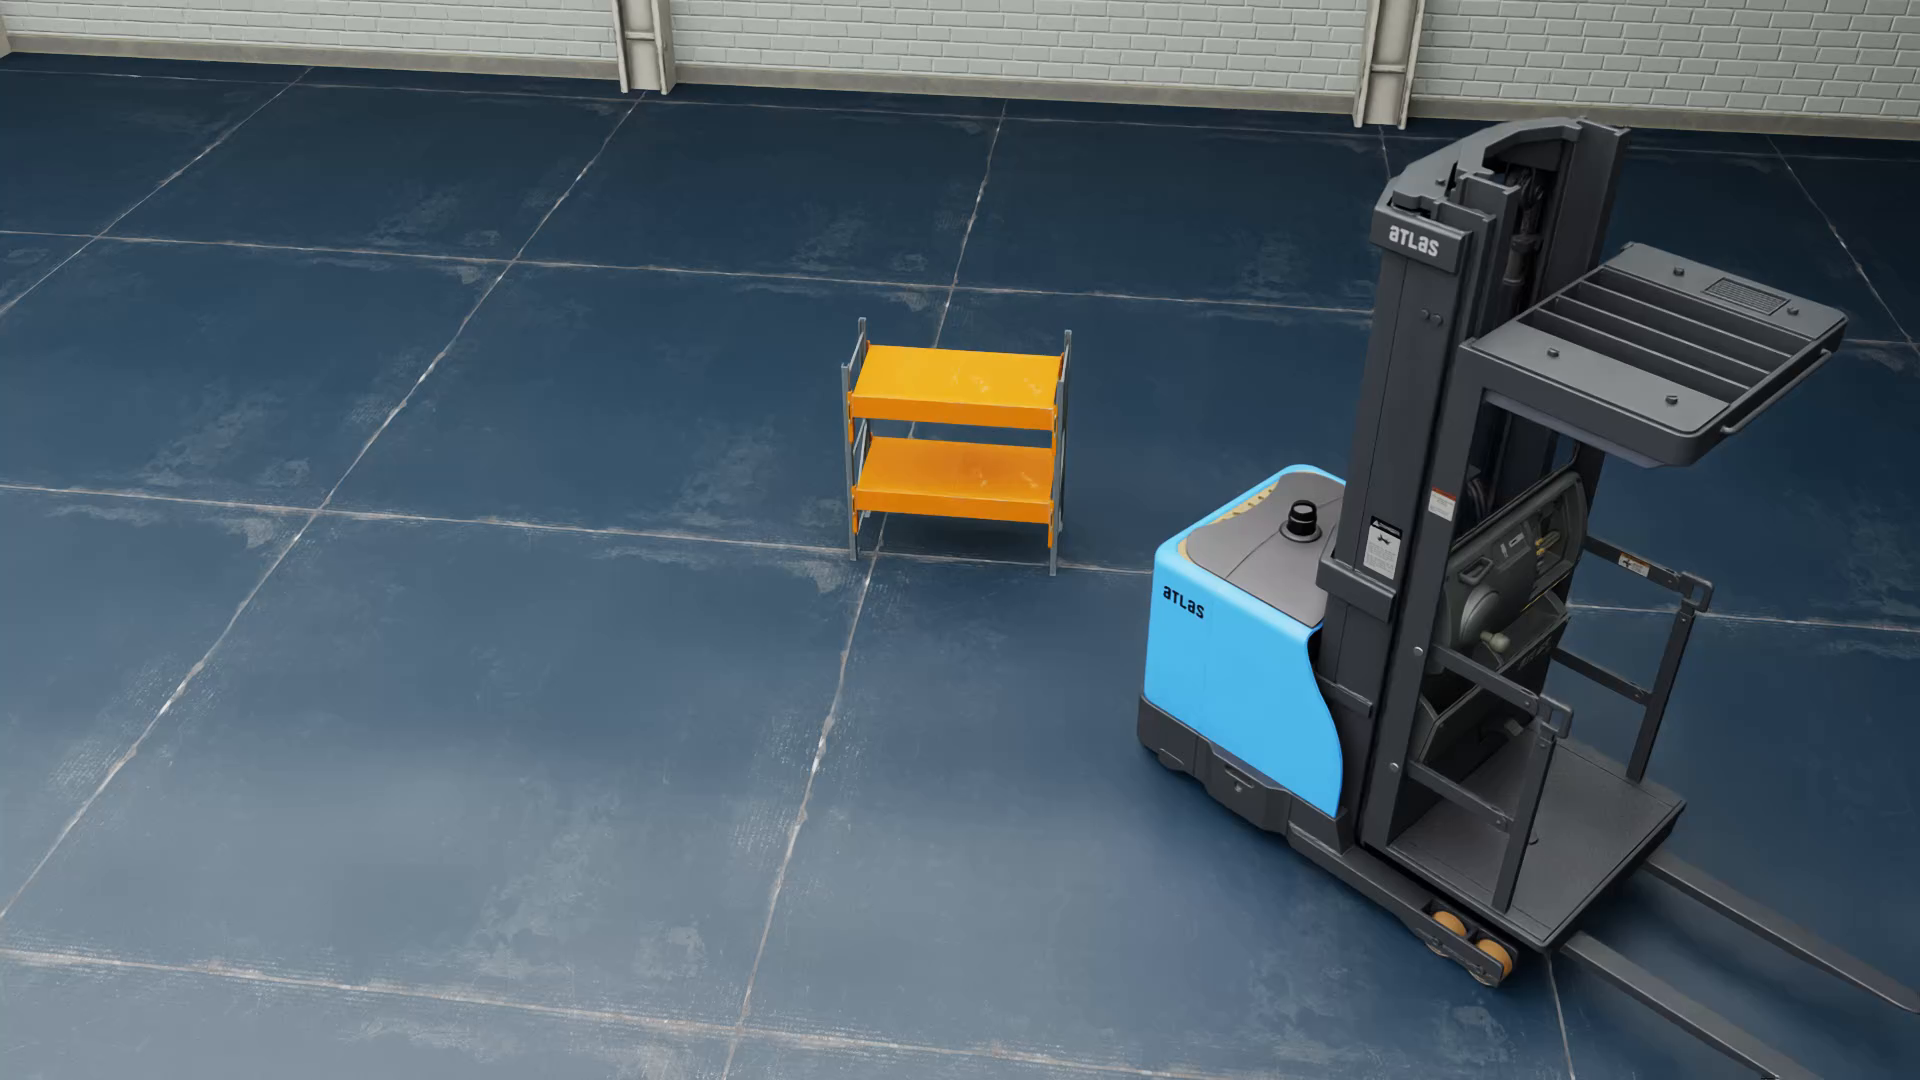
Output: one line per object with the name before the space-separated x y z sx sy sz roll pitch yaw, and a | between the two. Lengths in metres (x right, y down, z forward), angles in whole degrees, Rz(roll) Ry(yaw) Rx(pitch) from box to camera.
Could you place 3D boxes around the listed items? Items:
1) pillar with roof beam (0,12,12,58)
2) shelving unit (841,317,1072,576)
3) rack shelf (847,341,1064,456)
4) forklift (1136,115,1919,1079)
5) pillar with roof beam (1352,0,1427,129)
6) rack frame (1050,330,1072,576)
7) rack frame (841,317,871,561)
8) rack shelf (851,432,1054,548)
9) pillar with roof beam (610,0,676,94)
pillar with roof beam | -9.101 -5.423 8.459 0.400 9.000 9.100 4 36 6
shelving unit | -0.007 -0.458 8.281 1.048 1.125 0.538 4 36 6
rack shelf | -0.007 -0.697 8.111 1.000 0.278 0.538 4 36 6
forklift | 2.155 0.139 5.889 1.130 2.935 3.031 -29 45 -34
pillar with roof beam | 2.802 -4.535 7.215 0.400 9.000 9.100 4 36 6
rack frame | 0.498 -0.421 8.228 0.032 1.125 0.500 4 36 6
rack frame | -0.511 -0.496 8.334 0.032 1.125 0.500 4 36 6
rack shelf | -0.007 -0.259 8.423 1.000 0.278 0.538 4 36 6
pillar with roof beam | -3.150 -4.979 7.837 0.400 9.000 9.100 4 36 6
